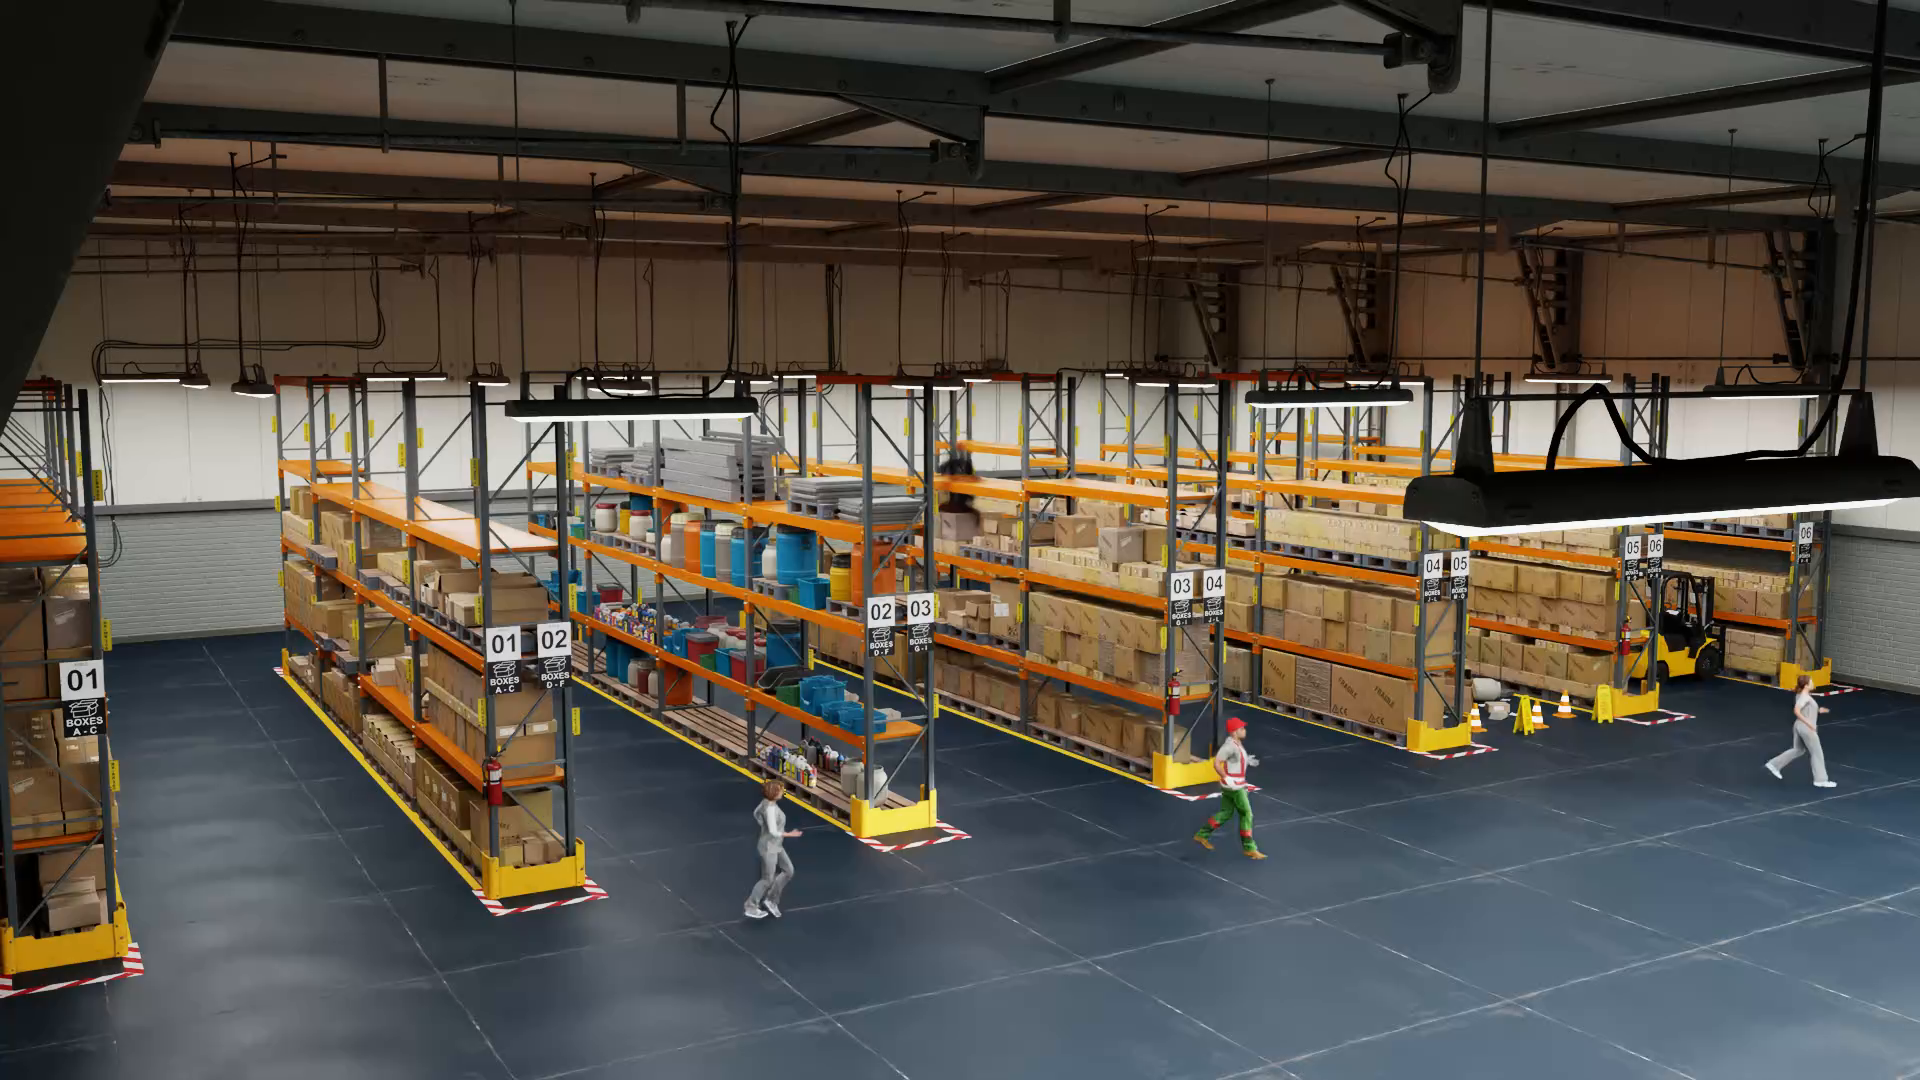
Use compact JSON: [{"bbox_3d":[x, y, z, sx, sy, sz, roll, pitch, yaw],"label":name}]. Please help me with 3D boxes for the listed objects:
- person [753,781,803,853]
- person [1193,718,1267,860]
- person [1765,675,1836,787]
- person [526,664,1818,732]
[{"bbox_3d":[-2.055,3.101,18.691,0.569,0.765,0.566,0,6,-3],"label":"person"},{"bbox_3d":[-2.048,2.684,25.170,12.522,1.804,7.934,1,6,5],"label":"person"},{"bbox_3d":[12.448,2.803,24.536,0.960,1.647,0.570,1,6,12],"label":"person"},{"bbox_3d":[2.401,2.556,26.932,12.209,1.760,17.702,-6,8,-42],"label":"person"}]
